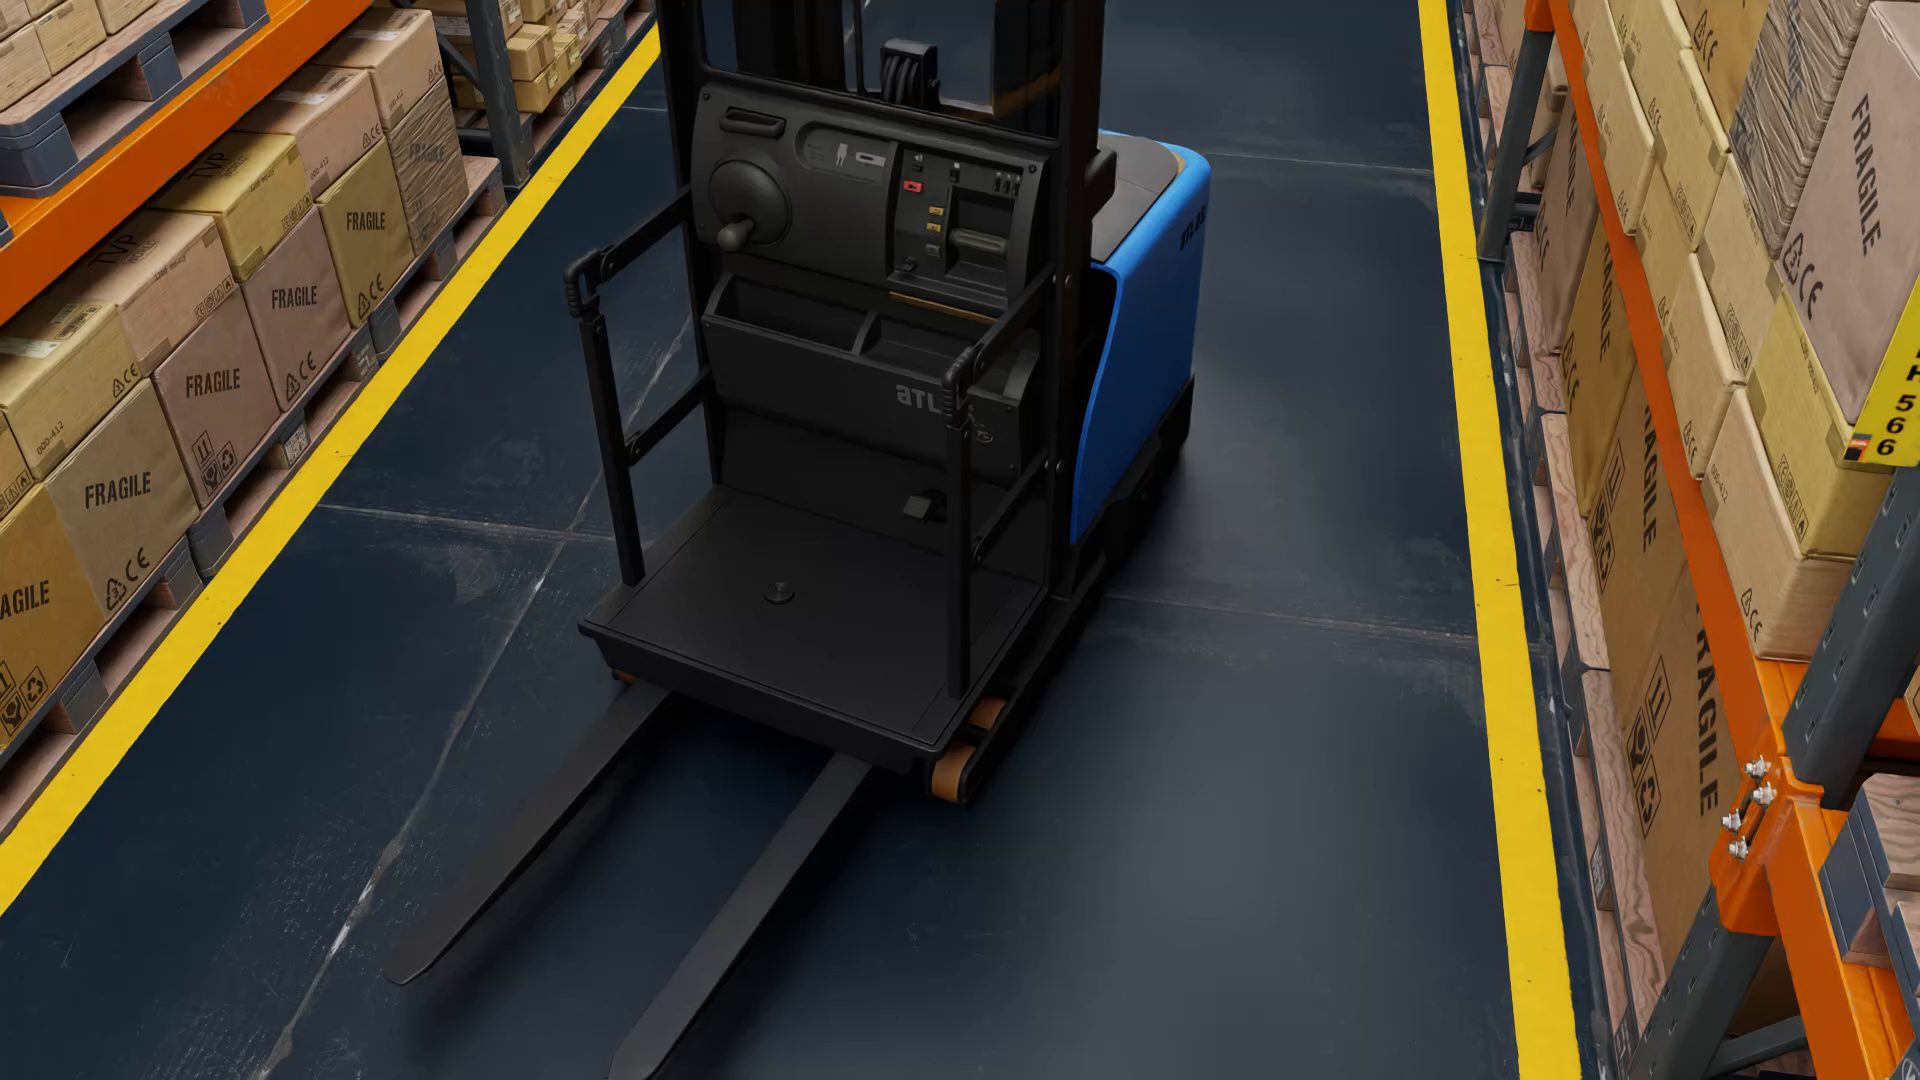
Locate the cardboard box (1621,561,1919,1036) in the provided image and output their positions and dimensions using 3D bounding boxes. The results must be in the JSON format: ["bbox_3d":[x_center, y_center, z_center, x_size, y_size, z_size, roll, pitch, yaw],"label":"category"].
[{"bbox_3d":[2.061,0.503,3.626,0.875,0.875,0.875,6,40,7],"label":"cardboard box"}]

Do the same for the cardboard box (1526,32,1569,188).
[{"bbox_3d":[2.766,-1.797,6.750,0.875,0.438,0.875,6,40,7],"label":"cardboard box"}]

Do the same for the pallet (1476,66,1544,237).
[{"bbox_3d":[2.761,-1.634,7.061,1.003,0.211,1.213,6,40,8],"label":"pallet"}]

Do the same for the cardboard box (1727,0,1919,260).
[{"bbox_3d":[1.772,-0.830,3.037,0.500,0.500,0.500,7,40,8],"label":"cardboard box"}]

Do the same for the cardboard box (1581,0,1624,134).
[{"bbox_3d":[2.024,-1.291,4.575,0.500,0.250,0.500,6,40,7],"label":"cardboard box"}]

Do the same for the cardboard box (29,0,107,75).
[{"bbox_3d":[-2.529,-1.368,4.418,0.380,0.149,0.250,7,40,8],"label":"cardboard box"}]

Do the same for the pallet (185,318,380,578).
[{"bbox_3d":[-2.683,-0.391,5.558,1.003,0.211,1.213,6,40,8],"label":"pallet"}]

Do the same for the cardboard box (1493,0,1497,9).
[{"bbox_3d":[3.078,-2.924,8.114,0.875,0.438,0.875,7,40,9],"label":"cardboard box"}]

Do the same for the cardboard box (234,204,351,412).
[{"bbox_3d":[-2.403,-0.785,5.478,0.500,0.500,0.500,6,40,7],"label":"cardboard box"}]

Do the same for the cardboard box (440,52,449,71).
[{"bbox_3d":[-2.481,-2.223,7.493,0.380,0.149,0.250,7,40,9],"label":"cardboard box"}]

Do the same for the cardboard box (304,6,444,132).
[{"bbox_3d":[-2.221,-1.715,6.014,0.500,0.250,0.500,5,40,6],"label":"cardboard box"}]

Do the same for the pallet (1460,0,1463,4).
[{"bbox_3d":[3.183,-3.165,8.913,1.003,0.211,1.213,6,40,8],"label":"pallet"}]

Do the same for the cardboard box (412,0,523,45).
[{"bbox_3d":[-2.077,-2.208,7.008,0.380,0.149,0.250,8,40,9],"label":"cardboard box"}]

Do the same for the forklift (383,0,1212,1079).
[{"bbox_3d":[-0.331,-0.756,3.864,1.130,2.935,3.031,17,43,20],"label":"forklift"}]

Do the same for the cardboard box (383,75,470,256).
[{"bbox_3d":[-2.221,-1.429,6.256,0.500,0.500,0.500,6,40,7],"label":"cardboard box"}]

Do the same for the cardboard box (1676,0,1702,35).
[{"bbox_3d":[1.960,-1.458,3.796,0.500,0.500,0.500,6,40,7],"label":"cardboard box"}]

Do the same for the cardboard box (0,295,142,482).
[{"bbox_3d":[-2.587,-0.424,4.453,0.500,0.250,0.500,6,40,7],"label":"cardboard box"}]

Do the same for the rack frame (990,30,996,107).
[{"bbox_3d":[0.212,-1.106,5.611,0.240,1.200,0.006,4,31,5],"label":"rack frame"}]

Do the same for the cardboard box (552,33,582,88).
[{"bbox_3d":[-1.915,-2.146,7.399,0.380,0.149,0.250,8,40,9],"label":"cardboard box"}]

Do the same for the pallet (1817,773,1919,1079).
[{"bbox_3d":[1.841,0.803,2.075,1.213,0.211,1.003,6,40,8],"label":"pallet"}]

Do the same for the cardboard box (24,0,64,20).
[{"bbox_3d":[-2.530,-1.482,4.322,0.380,0.149,0.250,6,40,7],"label":"cardboard box"}]

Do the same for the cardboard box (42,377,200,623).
[{"bbox_3d":[-2.576,-0.142,4.700,0.500,0.500,0.500,7,40,8],"label":"cardboard box"}]

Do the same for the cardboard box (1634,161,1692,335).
[{"bbox_3d":[1.868,-0.655,3.806,0.500,0.250,0.500,6,40,7],"label":"cardboard box"}]

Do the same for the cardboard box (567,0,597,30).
[{"bbox_3d":[-1.929,-2.472,7.794,0.380,0.149,0.250,6,40,7],"label":"cardboard box"}]

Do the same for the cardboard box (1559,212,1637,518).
[{"bbox_3d":[2.375,-0.618,4.981,0.875,0.875,0.875,7,40,9],"label":"cardboard box"}]

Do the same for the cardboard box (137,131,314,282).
[{"bbox_3d":[-2.400,-1.060,5.222,0.500,0.250,0.500,5,40,6],"label":"cardboard box"}]

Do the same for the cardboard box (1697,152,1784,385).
[{"bbox_3d":[1.779,-0.519,3.249,0.500,0.250,0.500,5,40,7],"label":"cardboard box"}]

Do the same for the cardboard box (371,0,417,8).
[{"bbox_3d":[-2.536,-2.267,7.079,0.380,0.149,0.250,7,40,9],"label":"cardboard box"}]

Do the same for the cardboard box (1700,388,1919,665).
[{"bbox_3d":[1.692,-0.018,3.036,0.500,0.250,0.500,5,40,6],"label":"cardboard box"}]

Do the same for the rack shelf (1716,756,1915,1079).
[{"bbox_3d":[1.514,1.803,1.280,1.077,0.370,4.000,6,40,8],"label":"rack shelf"}]

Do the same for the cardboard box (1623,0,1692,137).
[{"bbox_3d":[1.937,-1.168,4.034,0.500,0.250,0.500,5,40,6],"label":"cardboard box"}]

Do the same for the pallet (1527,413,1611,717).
[{"bbox_3d":[2.284,0.095,4.970,1.003,0.211,1.213,6,40,8],"label":"pallet"}]

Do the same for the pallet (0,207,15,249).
[{"bbox_3d":[-3.015,-0.597,3.769,1.213,0.211,1.003,6,40,8],"label":"pallet"}]

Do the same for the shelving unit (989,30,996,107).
[{"bbox_3d":[0.221,-1.153,5.690,0.258,1.200,0.189,4,31,5],"label":"shelving unit"}]

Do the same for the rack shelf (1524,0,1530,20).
[{"bbox_3d":[2.898,-3.218,7.353,1.077,0.370,4.000,6,40,8],"label":"rack shelf"}]

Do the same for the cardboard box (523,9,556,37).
[{"bbox_3d":[-2.007,-2.261,7.305,0.380,0.149,0.250,7,40,8],"label":"cardboard box"}]

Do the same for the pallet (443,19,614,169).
[{"bbox_3d":[-2.259,-2.073,7.592,1.003,0.211,1.213,6,40,8],"label":"pallet"}]

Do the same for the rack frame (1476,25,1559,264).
[{"bbox_3d":[2.552,-2.240,5.606,1.000,3.000,0.127,6,40,8],"label":"rack frame"}]

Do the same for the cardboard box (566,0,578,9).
[{"bbox_3d":[-1.951,-2.587,7.700,0.380,0.149,0.250,4,40,5],"label":"cardboard box"}]
